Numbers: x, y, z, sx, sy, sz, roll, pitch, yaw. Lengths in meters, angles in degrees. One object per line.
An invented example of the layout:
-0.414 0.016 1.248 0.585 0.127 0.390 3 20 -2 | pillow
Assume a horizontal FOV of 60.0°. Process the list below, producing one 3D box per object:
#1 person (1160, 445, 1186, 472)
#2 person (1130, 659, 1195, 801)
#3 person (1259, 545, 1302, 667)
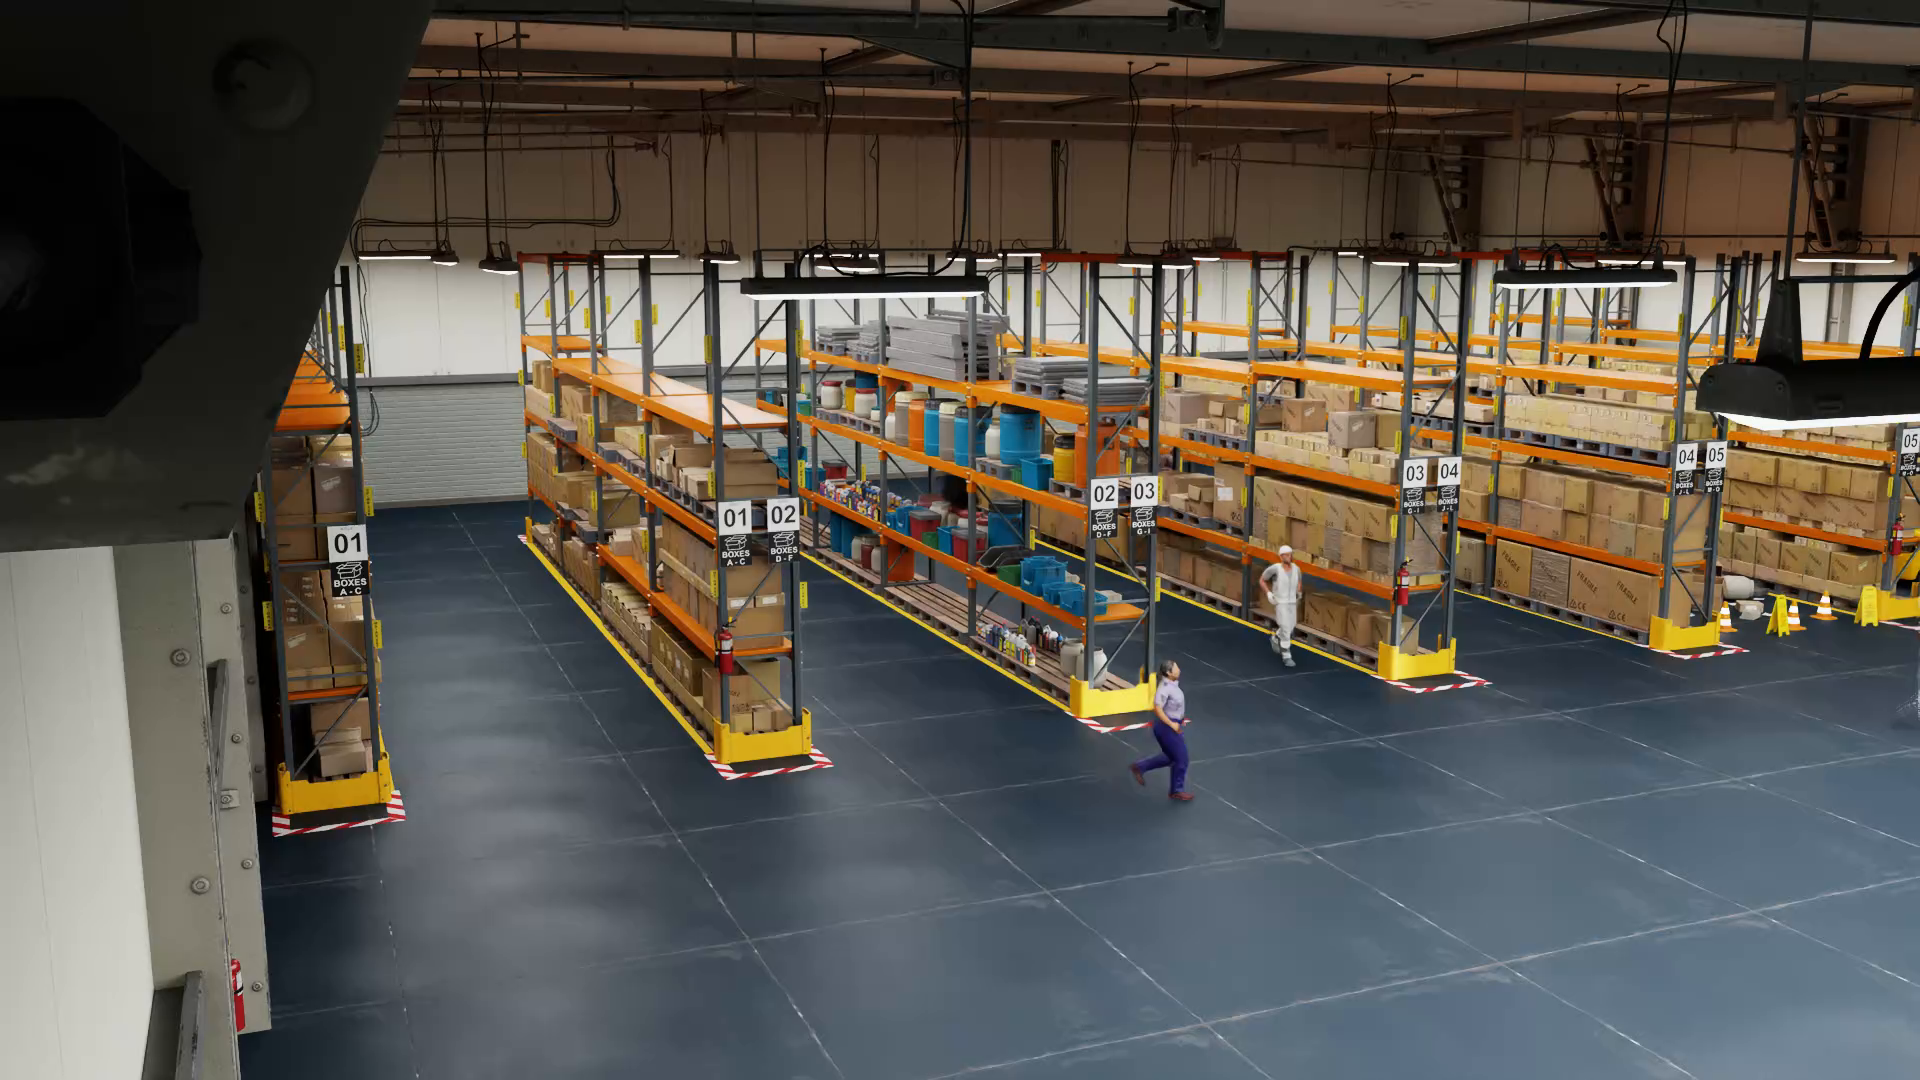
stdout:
4.755 -1.299 37.236 0.732 1.826 0.950 -4 11 -20 | person
2.333 2.144 18.862 0.696 1.628 0.618 1 10 8 | person
4.825 0.949 24.898 0.663 1.780 0.812 -4 11 -20 | person
